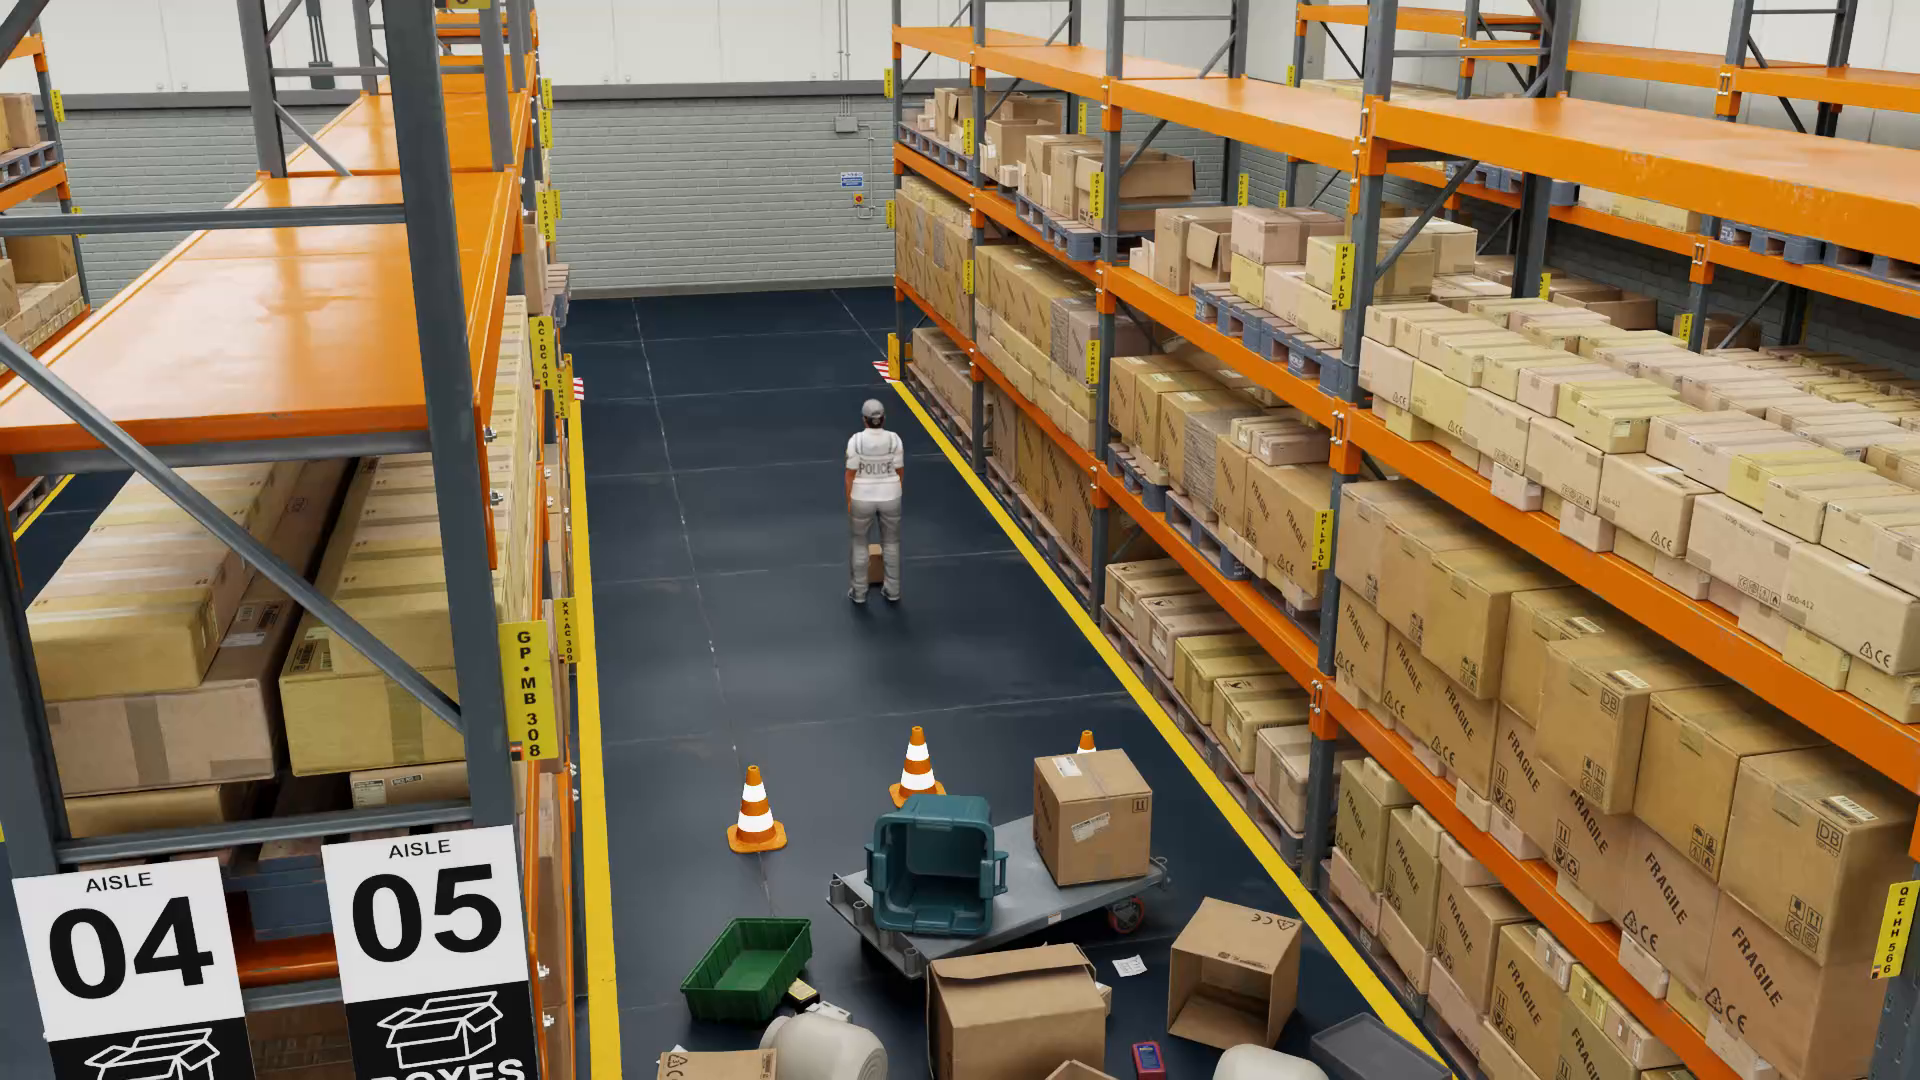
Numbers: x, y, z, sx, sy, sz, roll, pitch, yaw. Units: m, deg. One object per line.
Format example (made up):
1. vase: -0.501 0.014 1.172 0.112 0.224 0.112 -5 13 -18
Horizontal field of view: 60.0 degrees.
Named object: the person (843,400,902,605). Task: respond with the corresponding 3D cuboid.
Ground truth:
1. person: -0.694 -0.296 13.194 0.473 1.654 0.389 -4 20 -11
